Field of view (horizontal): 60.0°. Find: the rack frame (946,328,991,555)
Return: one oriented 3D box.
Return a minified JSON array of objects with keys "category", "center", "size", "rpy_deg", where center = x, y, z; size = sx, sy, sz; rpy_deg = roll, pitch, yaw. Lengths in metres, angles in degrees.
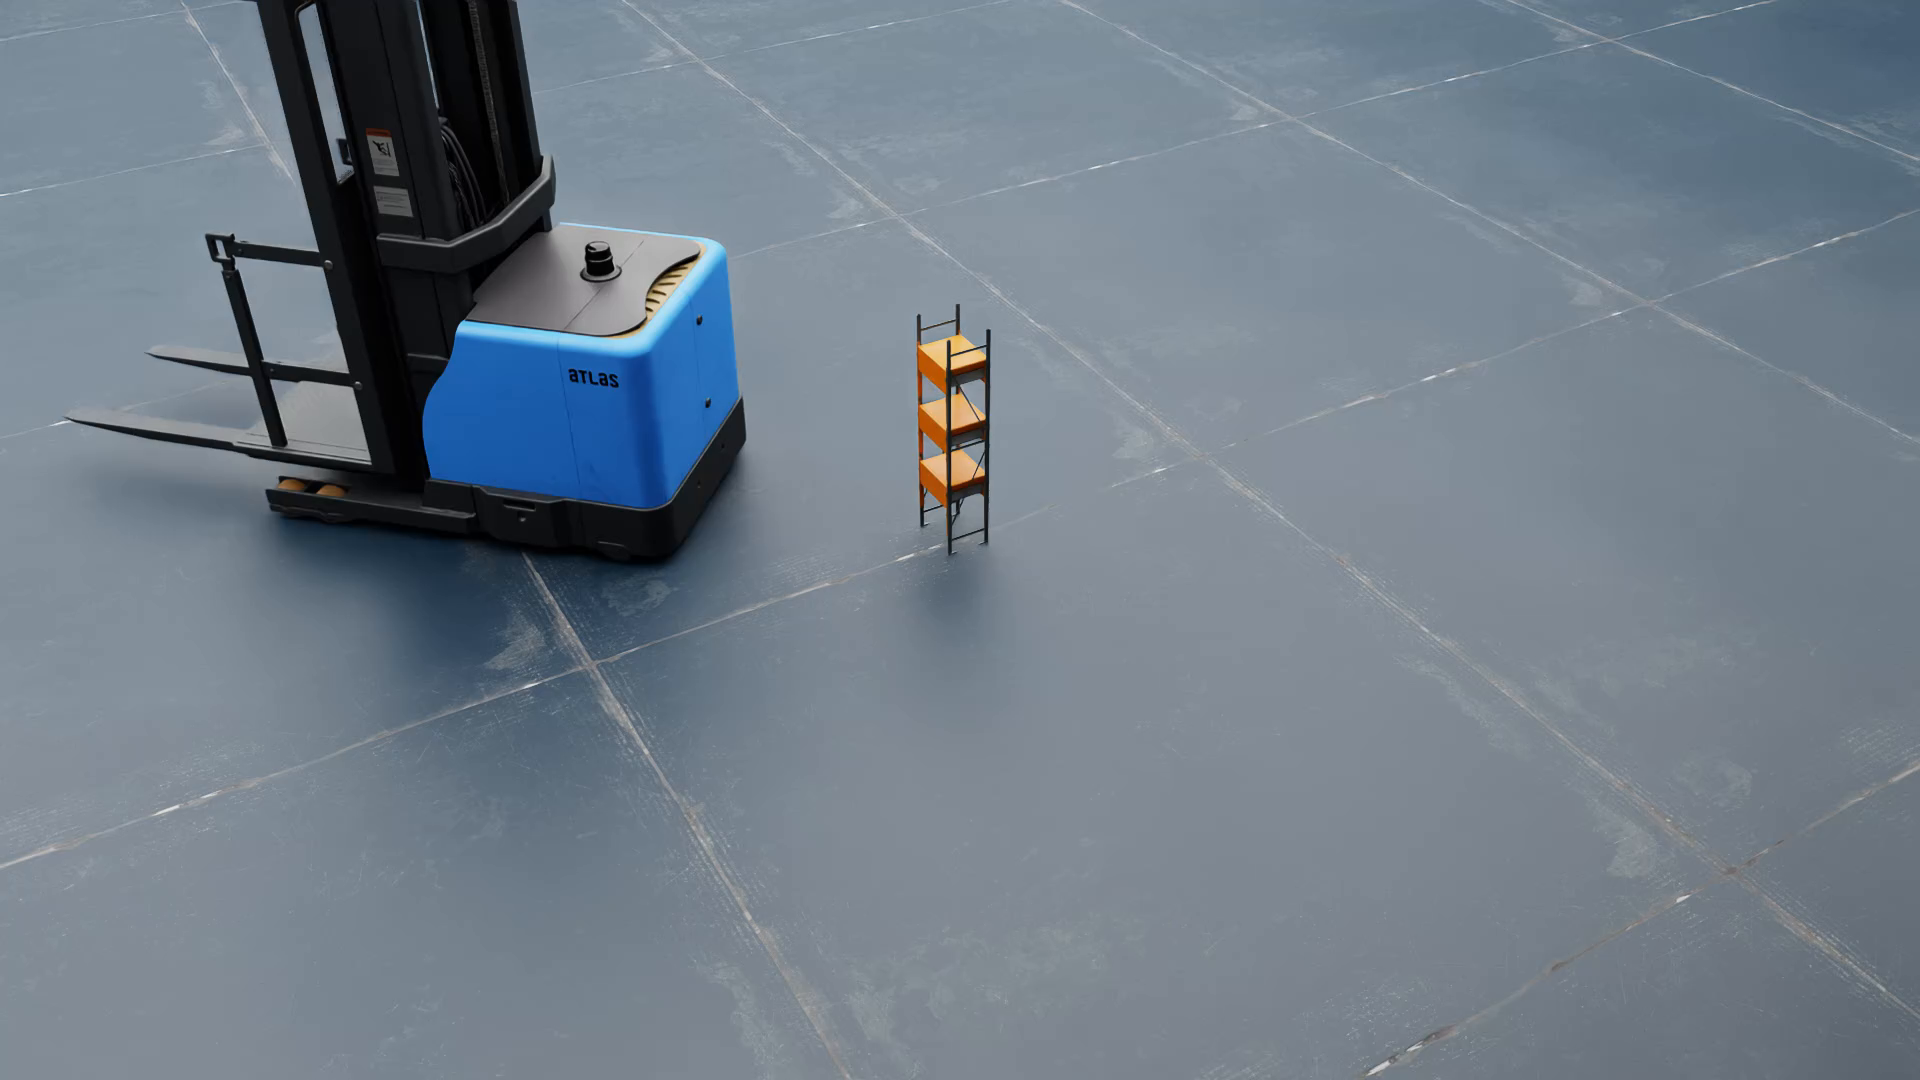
[{"category":"rack frame","center":[0.034,-0.389,6.893],"size":[0.200,1.050,0.008],"rpy_deg":[-19,40,-24]}]

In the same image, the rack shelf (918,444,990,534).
[{"category":"rack shelf","center":[-0.027,-0.218,7.148],"size":[0.215,0.259,0.240],"rpy_deg":[-19,40,-24]}]

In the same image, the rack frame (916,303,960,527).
[{"category":"rack frame","center":[-0.088,-0.513,7.063],"size":[0.200,1.050,0.008],"rpy_deg":[-19,40,-24]}]

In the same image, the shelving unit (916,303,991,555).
[{"category":"shelving unit","center":[-0.027,-0.451,6.978],"size":[0.215,1.050,0.252],"rpy_deg":[-19,40,-24]}]

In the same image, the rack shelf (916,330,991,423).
[{"category":"rack shelf","center":[-0.027,-0.672,6.817],"size":[0.215,0.259,0.240],"rpy_deg":[-19,40,-24]}]

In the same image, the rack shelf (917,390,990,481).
[{"category":"rack shelf","center":[-0.027,-0.443,6.984],"size":[0.215,0.259,0.240],"rpy_deg":[-19,40,-24]}]

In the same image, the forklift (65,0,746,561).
[{"category":"forklift","center":[-2.572,-1.552,6.890],"size":[3.031,2.935,1.130],"rpy_deg":[8,37,11]}]
